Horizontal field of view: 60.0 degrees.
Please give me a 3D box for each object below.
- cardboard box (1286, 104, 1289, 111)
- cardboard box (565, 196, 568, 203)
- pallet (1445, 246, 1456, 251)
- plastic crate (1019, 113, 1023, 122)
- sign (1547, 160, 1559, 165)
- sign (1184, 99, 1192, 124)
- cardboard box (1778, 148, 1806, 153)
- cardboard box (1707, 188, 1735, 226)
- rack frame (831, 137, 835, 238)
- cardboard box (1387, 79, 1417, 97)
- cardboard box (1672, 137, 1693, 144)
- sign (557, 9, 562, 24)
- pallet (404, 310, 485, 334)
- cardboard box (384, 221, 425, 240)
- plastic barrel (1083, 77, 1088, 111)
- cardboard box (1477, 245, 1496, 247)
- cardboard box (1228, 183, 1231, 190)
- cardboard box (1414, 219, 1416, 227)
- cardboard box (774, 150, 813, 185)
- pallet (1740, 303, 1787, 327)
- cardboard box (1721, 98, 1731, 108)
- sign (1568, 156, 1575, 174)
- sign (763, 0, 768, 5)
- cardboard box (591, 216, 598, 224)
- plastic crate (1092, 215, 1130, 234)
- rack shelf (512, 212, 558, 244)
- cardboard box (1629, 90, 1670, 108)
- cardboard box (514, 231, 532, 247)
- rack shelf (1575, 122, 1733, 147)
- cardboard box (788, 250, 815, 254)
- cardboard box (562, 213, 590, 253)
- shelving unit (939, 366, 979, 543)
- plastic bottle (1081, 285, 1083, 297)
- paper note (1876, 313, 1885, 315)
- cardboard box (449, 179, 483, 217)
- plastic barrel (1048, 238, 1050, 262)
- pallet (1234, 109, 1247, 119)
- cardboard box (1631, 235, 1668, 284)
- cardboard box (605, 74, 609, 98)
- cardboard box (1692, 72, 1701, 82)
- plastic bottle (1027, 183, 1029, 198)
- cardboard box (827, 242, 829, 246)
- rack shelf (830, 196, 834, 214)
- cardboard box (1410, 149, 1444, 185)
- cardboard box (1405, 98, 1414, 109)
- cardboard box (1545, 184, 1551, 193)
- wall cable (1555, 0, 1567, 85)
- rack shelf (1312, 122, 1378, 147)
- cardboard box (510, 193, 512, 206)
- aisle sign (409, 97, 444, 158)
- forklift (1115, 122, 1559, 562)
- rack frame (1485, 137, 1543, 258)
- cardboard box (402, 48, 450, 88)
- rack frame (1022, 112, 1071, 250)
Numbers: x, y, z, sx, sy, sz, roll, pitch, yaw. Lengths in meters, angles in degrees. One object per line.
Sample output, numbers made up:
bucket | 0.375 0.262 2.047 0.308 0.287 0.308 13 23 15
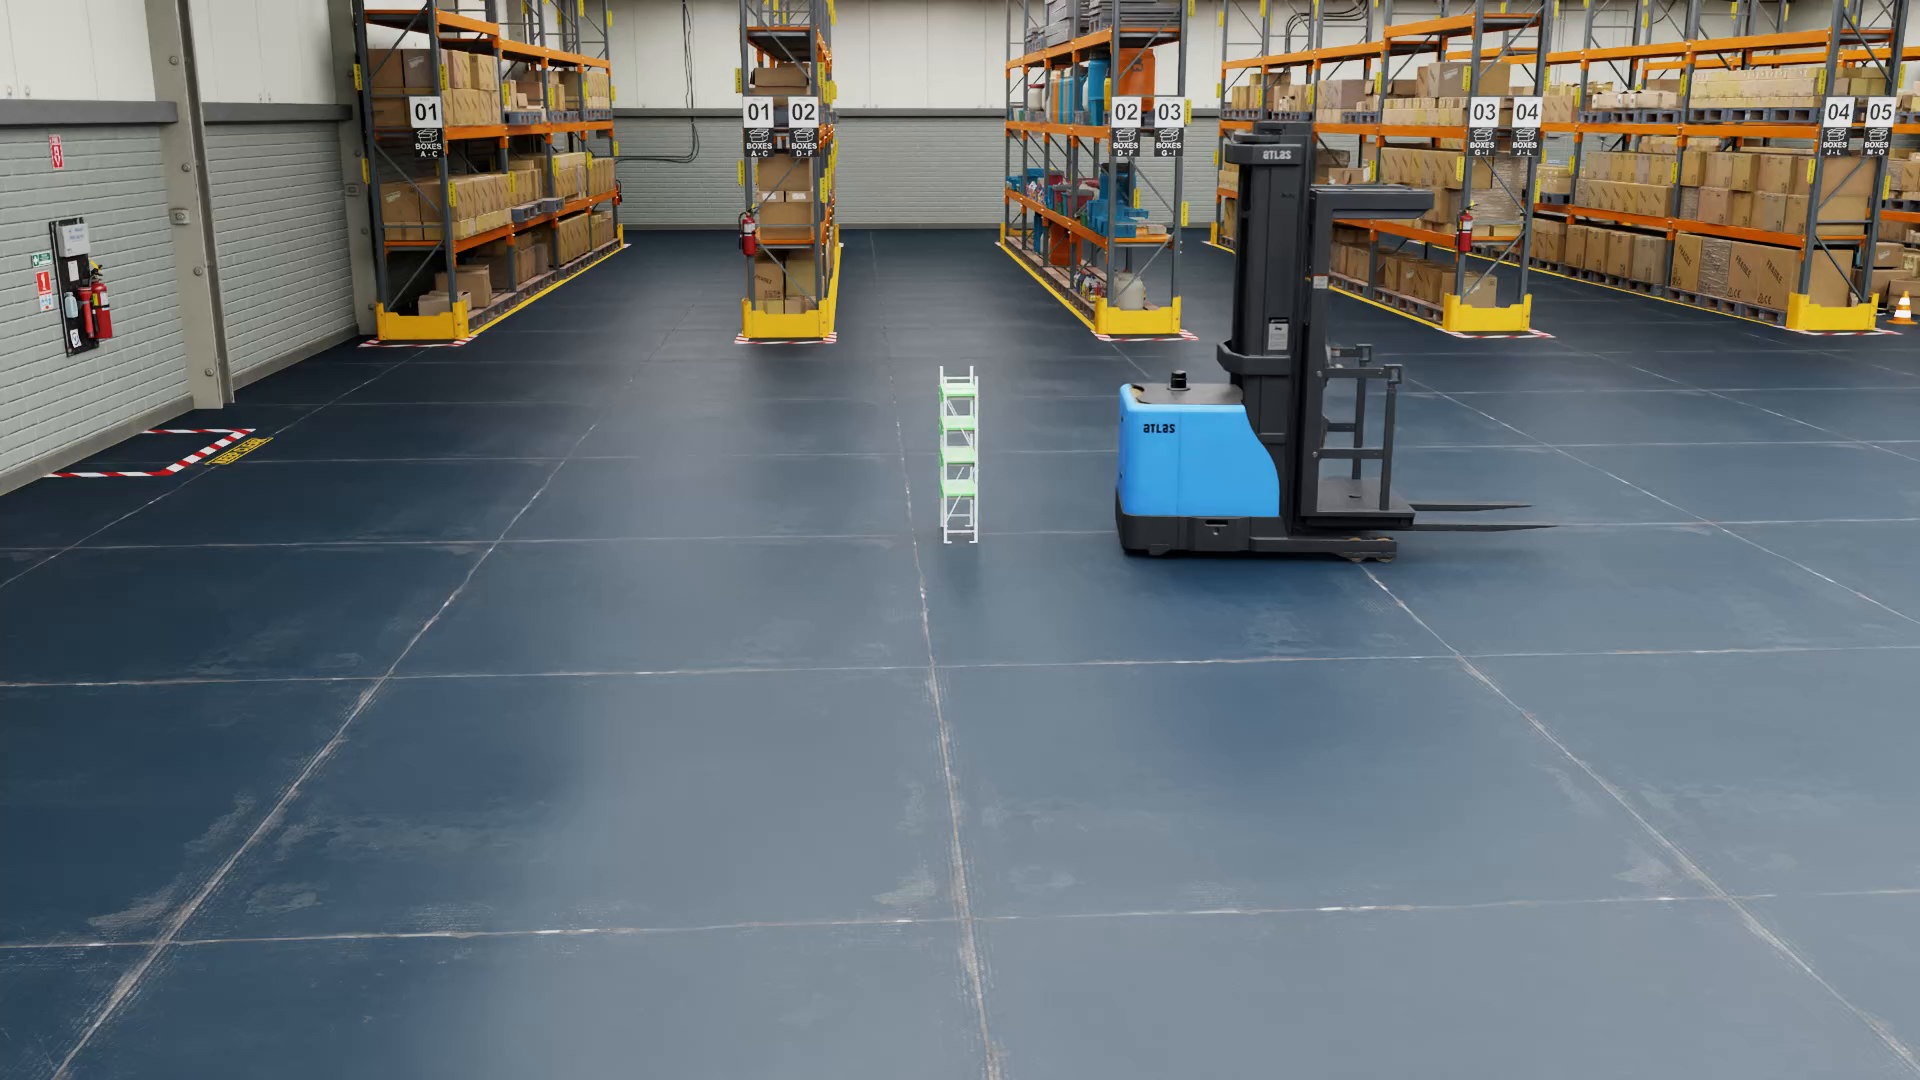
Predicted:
cardboard box | 6.685 -8.579 32.993 0.380 0.149 0.250 -1 15 -6
cardboard box | -7.737 -6.548 31.921 0.380 0.149 0.250 -1 14 -3
pallet | 11.543 -6.589 37.212 1.003 0.211 1.213 -1 14 -3
plastic crate | 1.471 -8.792 34.583 0.450 0.188 0.662 -1 14 -3
sign | 15.960 -10.113 44.768 0.327 0.218 0.001 -1 14 -3
sign | 3.091 -5.821 22.593 0.100 0.325 0.005 -1 14 -3
cardboard box | 16.524 -7.484 32.887 0.500 0.500 0.500 -1 14 -3
cardboard box | 12.202 -5.188 25.869 0.875 0.550 0.550 -1 14 -3
rack frame | -3.393 -8.260 38.111 1.000 3.000 0.127 -1 14 -3
cardboard box | 7.307 -7.253 27.124 0.797 0.503 0.637 -2 15 -6
cardboard box | 16.185 -8.933 37.218 0.380 0.149 0.250 -1 14 -5
sign | -8.892 -11.610 36.900 0.100 0.325 0.005 -1 14 -3
pallet | -7.366 -3.075 23.553 1.003 0.211 1.213 -1 14 -3
cardboard box | -7.568 -4.254 22.801 0.500 0.250 0.500 -1 14 -3
plastic barrel | 2.125 -6.952 25.938 0.421 0.512 0.421 0 14 0
cardboard box | 11.334 -6.384 35.697 0.380 0.149 0.250 -1 14 -3
cardboard box | 6.252 -7.942 37.377 0.380 0.149 0.250 -1 14 -5
cardboard box | 7.118 -4.814 25.221 0.380 0.149 0.250 -1 14 -3
cardboard box | -2.523 -5.468 24.454 0.700 0.500 0.500 -1 14 -3
pallet | 12.315 -3.332 24.552 1.003 0.211 1.213 -1 14 -3
cardboard box | 11.943 -6.713 25.540 0.380 0.149 0.250 -1 14 -4
sign | 11.405 -6.986 30.993 0.100 0.325 0.005 -1 14 -3
sign | -3.439 -9.656 29.463 0.100 0.325 0.005 -1 14 -3
cardboard box | -7.873 -6.771 35.194 0.380 0.149 0.250 0 14 -2
plastic crate | 2.178 -4.566 24.052 0.499 0.251 0.408 -1 14 -3
rack shelf | -7.718 -5.348 28.234 1.077 0.370 4.000 -1 14 -3
cardboard box | 11.866 -7.573 28.557 0.500 0.311 0.500 -1 14 -5
cardboard box | -7.772 -5.238 28.994 0.500 0.250 0.500 -1 14 -2
rack shelf | 12.070 -7.081 28.952 1.077 0.370 4.000 -1 14 -3
cardboard box | -2.349 -4.150 25.307 0.500 0.500 0.500 -1 14 -3
cardboard box | -7.919 -6.191 33.539 0.750 0.750 0.750 -1 14 -3
shelving unit | -0.010 -0.622 12.037 0.258 1.200 0.503 -1 14 -3
plastic bottle | 1.936 -3.885 25.837 0.097 0.201 0.097 0 14 0
paper note | 14.042 -3.452 25.384 0.144 0.017 0.142 4 15 16
cardboard box | -7.122 -4.879 23.725 0.500 0.500 0.500 -1 14 -5
plastic barrel | 1.875 -5.605 31.942 0.421 0.512 0.421 0 14 0
pallet | 6.629 -9.334 36.441 1.003 0.211 1.213 -1 14 -3
cardboard box | 12.066 -4.746 28.126 1.050 0.750 0.750 -1 14 -4
cardboard box | -8.020 -10.000 36.606 0.500 0.500 0.500 -1 14 -4
cardboard box | 11.878 -7.353 26.424 0.380 0.149 0.250 -1 14 -3
plastic bottle | 1.404 -7.154 34.044 0.061 0.283 0.133 -1 14 -3
cardboard box | -2.581 -5.159 29.606 0.500 0.311 0.500 -1 14 -4
rack shelf | -3.022 -6.420 32.402 1.077 0.370 4.000 -1 14 -3
cardboard box | 7.117 -5.616 25.030 0.500 0.500 0.500 -1 14 -3
cardboard box | 7.018 -6.655 25.352 0.380 0.149 0.250 -1 14 -4
cardboard box | 11.444 -6.733 31.838 0.380 0.149 0.250 -1 14 -4
wall cable | 15.752 -12.881 44.031 0.463 3.000 0.029 -1 14 -3
rack shelf | 7.114 -7.030 28.752 1.077 0.370 4.000 -1 14 -3
cardboard box | -7.591 -5.587 26.638 0.700 0.500 0.500 -1 14 -3
aisle sign | -7.042 -5.450 21.970 0.394 0.787 0.004 -1 14 -3
forklift | 2.655 -1.402 11.592 3.031 2.935 1.130 1 14 2
rack frame | 11.699 -7.469 35.036 1.000 3.000 0.127 -1 14 -3
cardboard box | -7.128 -6.298 22.219 0.500 0.500 0.500 -2 15 -7
rack frame | 1.799 -7.341 34.539 1.000 3.000 0.127 -1 14 -3
